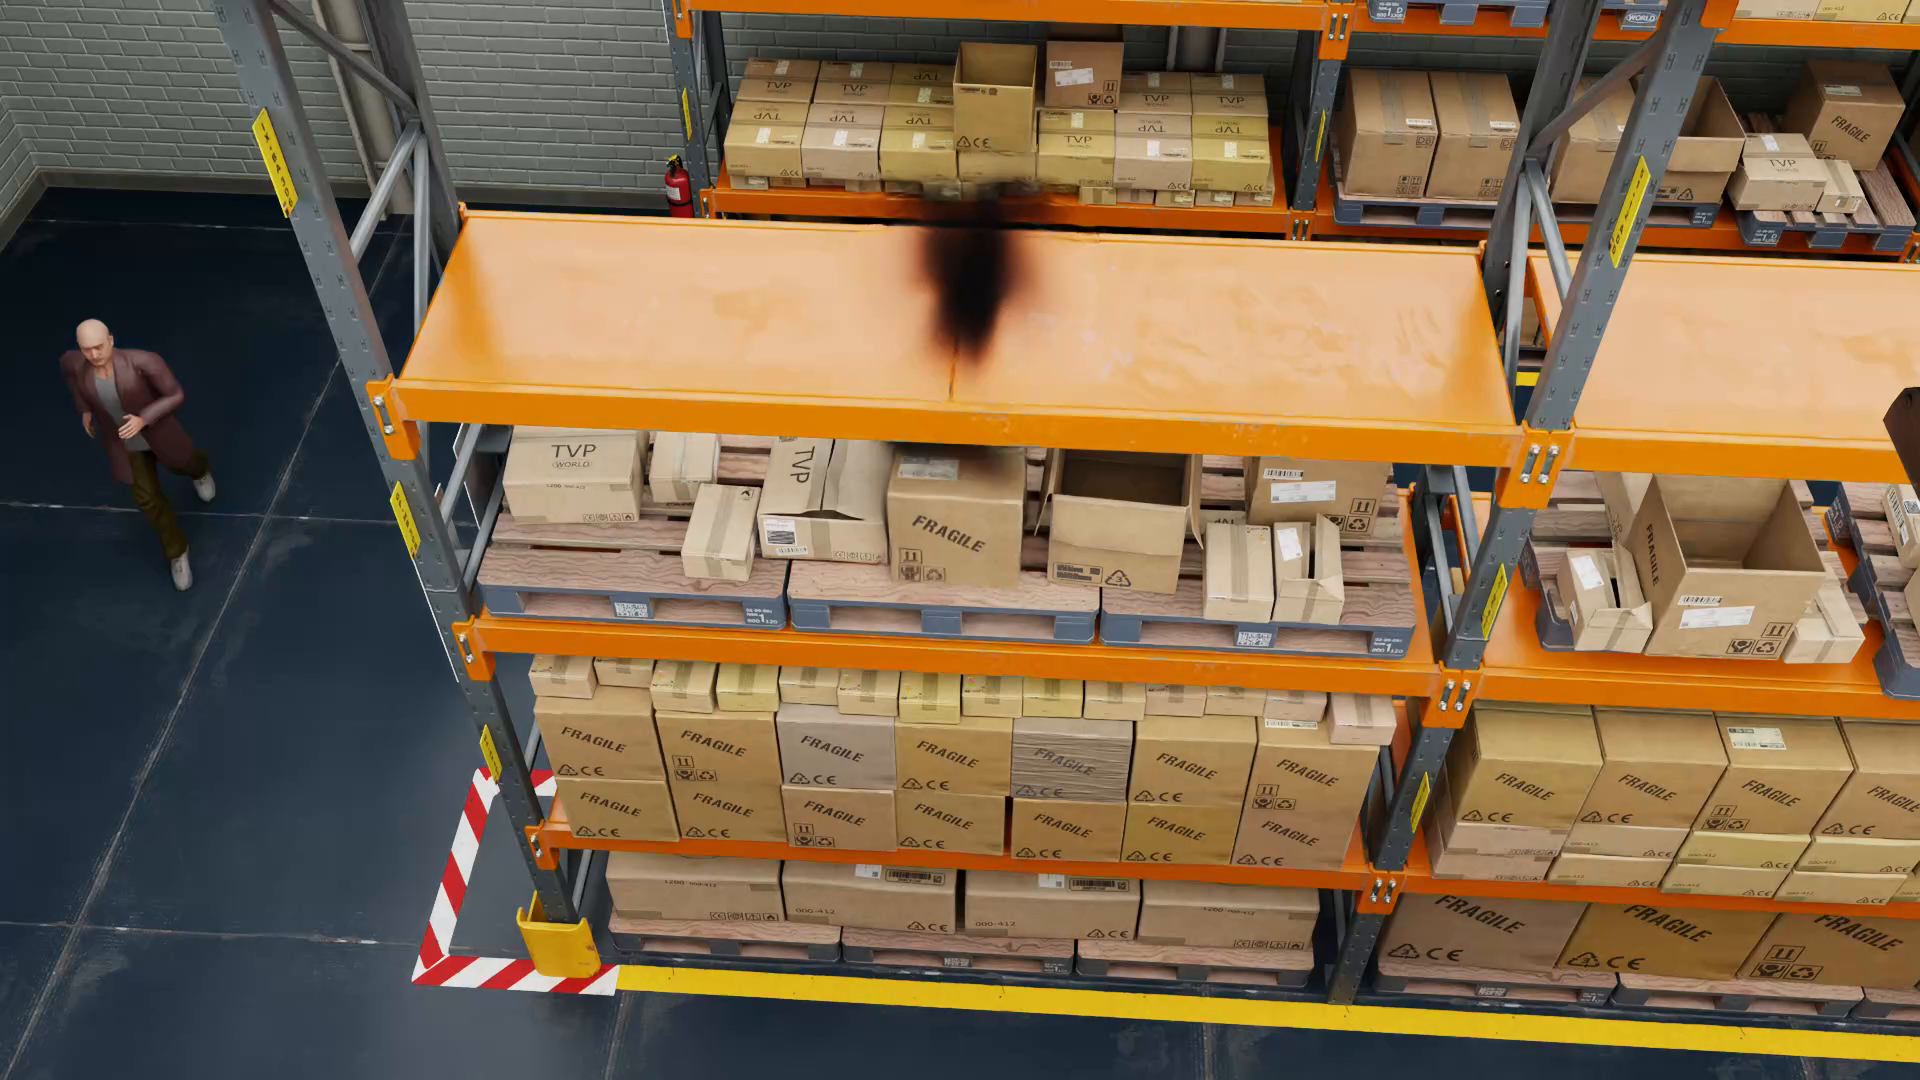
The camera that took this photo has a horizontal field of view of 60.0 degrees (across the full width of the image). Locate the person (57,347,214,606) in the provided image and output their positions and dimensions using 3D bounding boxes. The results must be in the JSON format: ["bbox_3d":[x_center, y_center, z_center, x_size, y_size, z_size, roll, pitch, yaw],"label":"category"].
[{"bbox_3d":[-4.913,-0.489,9.983,0.714,1.755,0.938,-8,48,-7],"label":"person"}]
